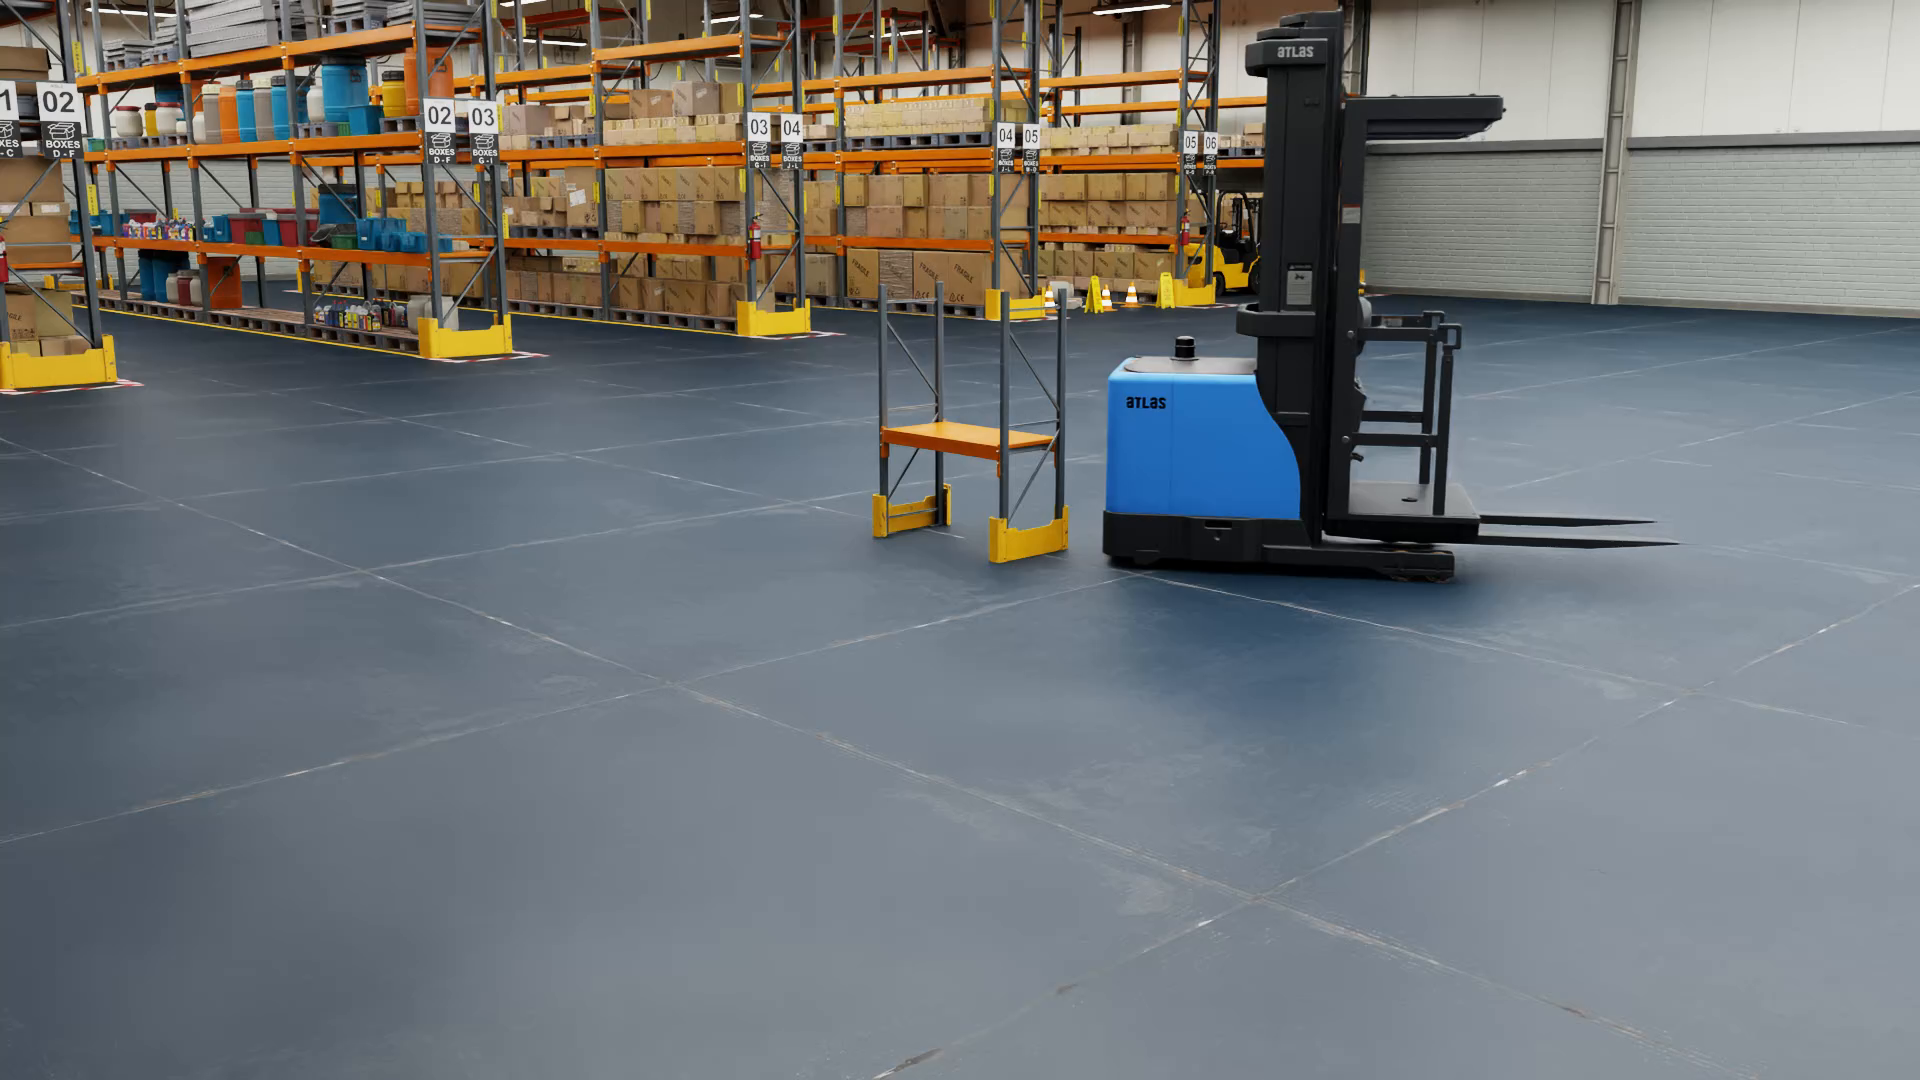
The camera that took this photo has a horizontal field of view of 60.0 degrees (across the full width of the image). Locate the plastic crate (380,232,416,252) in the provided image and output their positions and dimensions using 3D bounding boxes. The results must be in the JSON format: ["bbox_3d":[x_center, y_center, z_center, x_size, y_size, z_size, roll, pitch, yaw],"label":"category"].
[{"bbox_3d":[-7.321,-3.923,21.888,0.499,0.251,0.408,-11,16,-43],"label":"plastic crate"}]

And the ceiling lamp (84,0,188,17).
[{"bbox_3d":[-17.396,-12.744,35.001,2.000,3.185,0.800,-11,16,-43],"label":"ceiling lamp"}]

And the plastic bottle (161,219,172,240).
[{"bbox_3d":[-13.296,-5.208,27.877,0.144,0.351,0.185,-11,16,-43],"label":"plastic bottle"}]

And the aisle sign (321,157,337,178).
[{"bbox_3d":[-13.614,-8.220,35.933,0.394,0.787,0.004,-11,16,-43],"label":"aisle sign"}]

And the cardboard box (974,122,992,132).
[{"bbox_3d":[0.451,-6.838,27.567,0.380,0.149,0.250,-11,16,-43],"label":"cardboard box"}]

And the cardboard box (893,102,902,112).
[{"bbox_3d":[-0.952,-7.525,28.925,0.380,0.149,0.250,-11,16,-43],"label":"cardboard box"}]

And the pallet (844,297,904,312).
[{"bbox_3d":[-1.369,-4.332,30.414,1.003,0.211,1.213,-11,16,-43],"label":"pallet"}]

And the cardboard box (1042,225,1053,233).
[{"bbox_3d":[1.871,-6.281,33.585,0.380,0.149,0.250,-10,15,-41],"label":"cardboard box"}]

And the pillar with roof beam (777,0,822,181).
[{"bbox_3d":[-7.350,-11.825,45.006,9.100,9.000,0.548,-11,16,-43],"label":"pillar with roof beam"}]

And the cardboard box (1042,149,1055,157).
[{"bbox_3d":[1.850,-7.744,33.254,0.380,0.149,0.250,-11,16,-42],"label":"cardboard box"}]

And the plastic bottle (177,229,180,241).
[{"bbox_3d":[-12.854,-5.034,27.406,0.097,0.201,0.097,0,12,0],"label":"plastic bottle"}]

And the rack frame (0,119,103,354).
[{"bbox_3d":[-9.899,-3.179,17.909,1.000,3.000,0.127,-11,16,-43],"label":"rack frame"}]

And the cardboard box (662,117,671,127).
[{"bbox_3d":[-4.362,-6.426,25.616,0.380,0.149,0.250,-10,16,-41],"label":"cardboard box"}]

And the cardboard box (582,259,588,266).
[{"bbox_3d":[-8.178,-6.170,36.978,0.380,0.149,0.250,-11,16,-43],"label":"cardboard box"}]

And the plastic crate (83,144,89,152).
[{"bbox_3d":[-15.755,-7.093,30.125,0.293,0.136,0.466,-11,16,-43],"label":"plastic crate"}]

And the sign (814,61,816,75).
[{"bbox_3d":[-3.467,-11.203,39.478,0.100,0.325,0.005,-11,16,-43],"label":"sign"}]

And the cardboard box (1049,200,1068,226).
[{"bbox_3d":[2.139,-6.545,33.263,0.500,0.500,0.500,-11,16,-43],"label":"cardboard box"}]

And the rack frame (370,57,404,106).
[{"bbox_3d":[-11.019,-9.249,32.502,1.000,3.000,0.127,-11,16,-43],"label":"rack frame"}]

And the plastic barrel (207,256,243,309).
[{"bbox_3d":[-12.189,-4.248,27.436,0.600,0.830,0.708,-11,16,-43],"label":"plastic barrel"}]

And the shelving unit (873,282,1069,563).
[{"bbox_3d":[0.053,-0.723,9.706,0.587,1.500,1.083,-11,16,-43],"label":"shelving unit"}]

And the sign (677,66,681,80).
[{"bbox_3d":[-7.019,-11.672,41.557,0.100,0.325,0.005,-11,16,-43],"label":"sign"}]

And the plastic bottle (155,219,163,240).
[{"bbox_3d":[-13.516,-5.254,28.103,0.144,0.351,0.185,-11,16,-43],"label":"plastic bottle"}]

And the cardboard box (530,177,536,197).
[{"bbox_3d":[-9.653,-8.080,38.233,0.500,0.500,0.500,-10,15,-41],"label":"cardboard box"}]

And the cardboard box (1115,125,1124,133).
[{"bbox_3d":[3.185,-7.885,31.965,0.250,0.149,0.380,11,16,44],"label":"cardboard box"}]

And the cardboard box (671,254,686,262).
[{"bbox_3d":[-5.618,-5.887,34.349,0.500,0.250,0.500,-11,16,-42],"label":"cardboard box"}]

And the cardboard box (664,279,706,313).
[{"bbox_3d":[-4.360,-3.898,26.553,0.500,0.500,0.500,10,15,40],"label":"cardboard box"}]

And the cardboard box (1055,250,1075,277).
[{"bbox_3d":[2.264,-5.550,33.331,0.500,0.500,0.500,-10,15,-40],"label":"cardboard box"}]

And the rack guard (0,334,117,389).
[{"bbox_3d":[-9.883,-1.951,18.145,1.175,0.500,0.348,-11,16,-43],"label":"rack guard"}]

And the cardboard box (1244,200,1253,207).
[{"bbox_3d":[6.344,-7.271,35.915,0.380,0.149,0.250,-11,16,-44],"label":"cardboard box"}]

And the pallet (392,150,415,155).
[{"bbox_3d":[-10.350,-7.559,32.208,1.217,0.209,0.805,11,16,43],"label":"pallet"}]

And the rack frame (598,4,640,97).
[{"bbox_3d":[-7.362,-9.925,35.785,1.000,3.000,0.127,-11,16,-43],"label":"rack frame"}]

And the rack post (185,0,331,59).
[{"bbox_3d":[-10.499,-7.764,24.802,1.013,1.000,3.121,-11,16,-43],"label":"rack post"}]

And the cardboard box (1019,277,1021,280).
[{"bbox_3d":[0.740,-4.823,31.737,0.797,0.637,0.503,-11,16,-43],"label":"cardboard box"}]

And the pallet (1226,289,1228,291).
[{"bbox_3d":[5.780,-5.729,37.193,1.003,0.211,1.213,-11,16,-43],"label":"pallet"}]

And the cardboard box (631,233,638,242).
[{"bbox_3d":[-5.028,-4.841,26.595,0.380,0.149,0.250,-11,16,-43],"label":"cardboard box"}]

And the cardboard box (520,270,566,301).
[{"bbox_3d":[-7.387,-4.544,29.637,0.500,0.500,0.700,10,15,40],"label":"cardboard box"}]

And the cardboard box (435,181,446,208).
[{"bbox_3d":[-9.666,-6.568,31.626,0.797,0.503,0.637,-10,15,-41],"label":"cardboard box"}]

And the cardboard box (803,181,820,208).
[{"bbox_3d":[-2.541,-6.504,31.324,0.700,0.500,0.500,-11,16,-43],"label":"cardboard box"}]

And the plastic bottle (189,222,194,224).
[{"bbox_3d":[-13.402,-5.400,28.998,0.152,0.276,0.135,-11,16,-43],"label":"plastic bottle"}]

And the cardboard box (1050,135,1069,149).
[{"bbox_3d":[2.142,-7.889,32.970,0.500,0.250,0.500,-11,16,-43],"label":"cardboard box"}]

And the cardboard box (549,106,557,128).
[{"bbox_3d":[-7.053,-7.307,29.025,0.500,0.500,0.500,-11,16,-42],"label":"cardboard box"}]

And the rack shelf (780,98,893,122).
[{"bbox_3d":[-2.470,-9.790,37.901,1.077,0.370,4.000,-11,16,-43],"label":"rack shelf"}]

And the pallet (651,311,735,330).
[{"bbox_3d":[-4.158,-3.506,26.406,1.003,0.211,1.213,-11,16,-43],"label":"pallet"}]

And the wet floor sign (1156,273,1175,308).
[{"bbox_3d":[3.793,-4.610,30.689,0.267,0.644,0.232,-5,13,-23],"label":"wet floor sign"}]

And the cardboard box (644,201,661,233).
[{"bbox_3d":[-4.490,-5.126,26.376,0.875,0.500,0.500,-11,16,-43],"label":"cardboard box"}]

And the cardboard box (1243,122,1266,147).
[{"bbox_3d":[6.530,-8.692,35.687,0.797,0.503,0.637,-10,15,-41],"label":"cardboard box"}]

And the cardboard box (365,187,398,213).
[{"bbox_3d":[-11.530,-6.780,33.162,0.500,0.500,0.500,-10,15,-41],"label":"cardboard box"}]

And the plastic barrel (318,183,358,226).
[{"bbox_3d":[-9.124,-4.797,24.518,0.600,0.901,0.708,-11,16,-43],"label":"plastic barrel"}]

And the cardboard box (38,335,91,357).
[{"bbox_3d":[-10.109,-2.147,18.675,0.500,0.250,0.500,-11,16,-43],"label":"cardboard box"}]

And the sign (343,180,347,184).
[{"bbox_3d":[-13.379,-7.651,36.157,0.100,0.325,0.005,-11,16,-43],"label":"sign"}]

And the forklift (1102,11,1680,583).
[{"bbox_3d":[2.360,-1.325,9.079,3.031,2.935,1.130,2,12,11],"label":"forklift"}]

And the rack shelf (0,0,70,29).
[{"bbox_3d":[-11.280,-5.861,18.834,1.077,0.370,4.000,-11,16,-43],"label":"rack shelf"}]

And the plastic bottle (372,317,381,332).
[{"bbox_3d":[-7.899,-2.921,22.499,0.097,0.201,0.097,0,12,0],"label":"plastic bottle"}]

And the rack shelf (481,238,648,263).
[{"bbox_3d":[-6.875,-5.082,28.930,1.077,0.370,4.000,-11,16,-43],"label":"rack shelf"}]

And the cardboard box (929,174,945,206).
[{"bbox_3d":[-0.038,-6.066,28.871,0.875,0.550,0.550,-11,16,-43],"label":"cardboard box"}]
